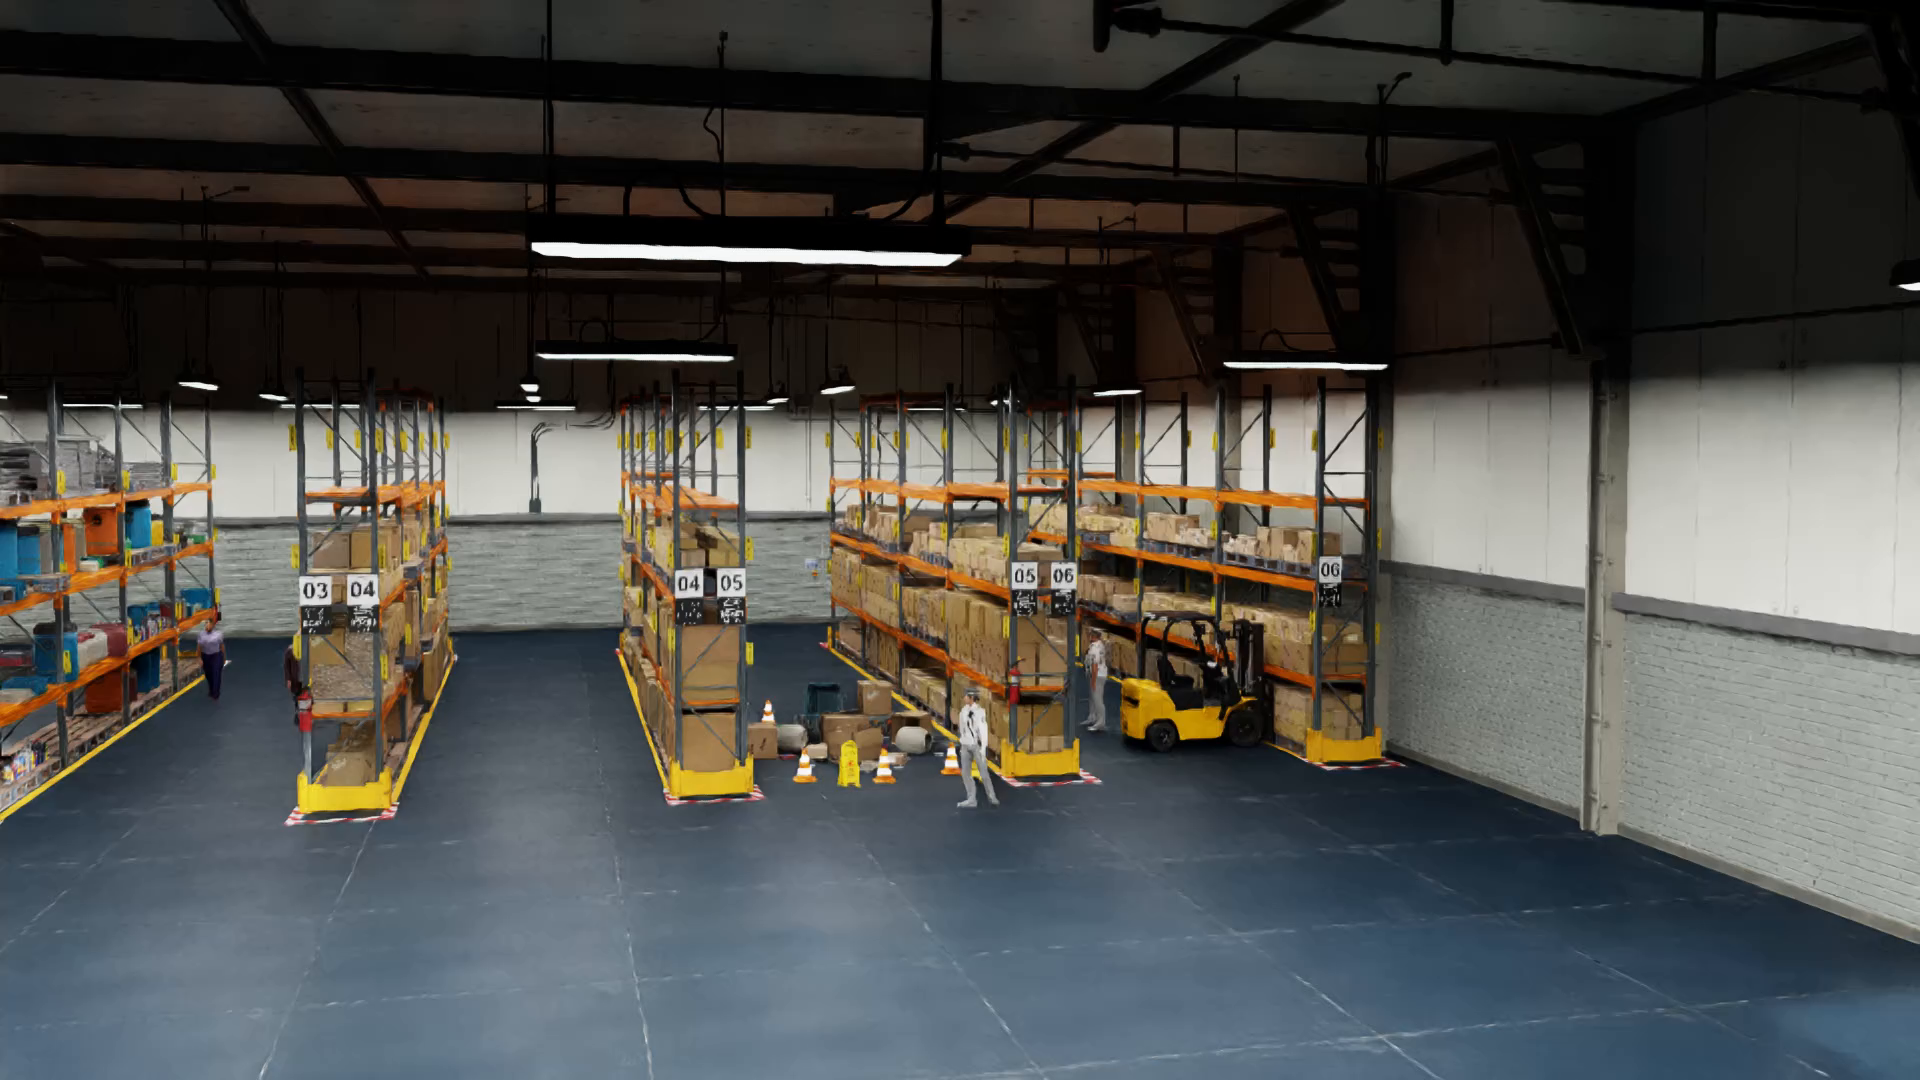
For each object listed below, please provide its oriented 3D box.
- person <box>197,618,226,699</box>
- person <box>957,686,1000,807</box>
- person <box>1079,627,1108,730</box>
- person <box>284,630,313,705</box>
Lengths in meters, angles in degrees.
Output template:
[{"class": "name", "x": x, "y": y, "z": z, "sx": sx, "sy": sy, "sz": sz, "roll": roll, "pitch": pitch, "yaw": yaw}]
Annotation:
[{"class": "person", "x": -14.546, "y": 2.280, "z": 32.274, "sx": 0.479, "sy": 1.567, "sz": 1.090, "roll": -1, "pitch": 3, "yaw": -12}, {"class": "person", "x": 0.240, "y": 2.819, "z": 22.780, "sx": 0.524, "sy": 1.669, "sz": 0.569, "roll": -3, "pitch": 4, "yaw": -41}, {"class": "person", "x": 2.307, "y": 2.393, "z": 28.833, "sx": 0.504, "sy": 1.759, "sz": 0.588, "roll": 1, "pitch": 4, "yaw": 15}, {"class": "person", "x": -11.477, "y": 2.404, "z": 29.002, "sx": 0.598, "sy": 1.698, "sz": 1.193, "roll": -1, "pitch": 3, "yaw": -12}]
